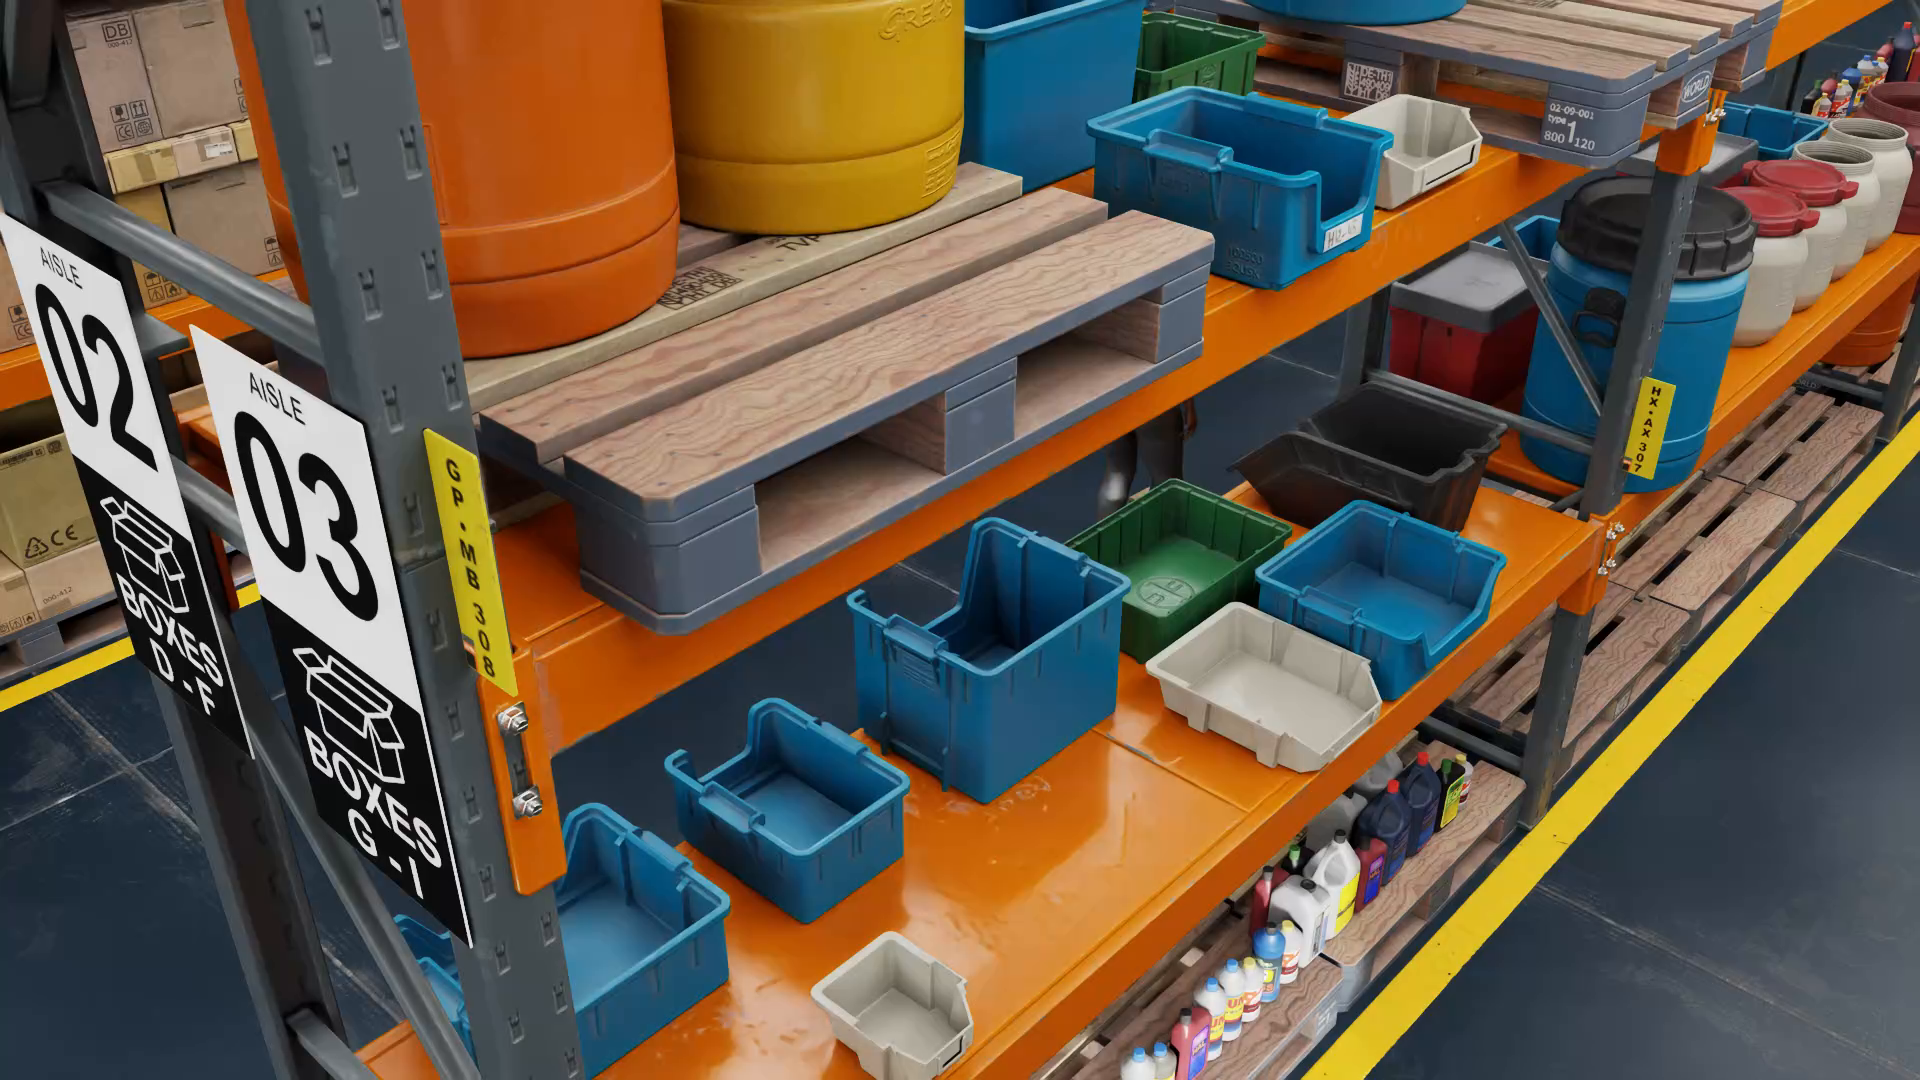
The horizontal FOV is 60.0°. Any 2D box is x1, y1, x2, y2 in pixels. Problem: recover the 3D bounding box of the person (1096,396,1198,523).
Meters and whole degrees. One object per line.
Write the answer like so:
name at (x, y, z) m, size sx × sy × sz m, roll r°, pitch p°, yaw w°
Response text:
person at (0.790, -0.594, 7.107) m, size 0.530 × 1.656 × 0.346 m, roll 23°, pitch 39°, yaw 33°
